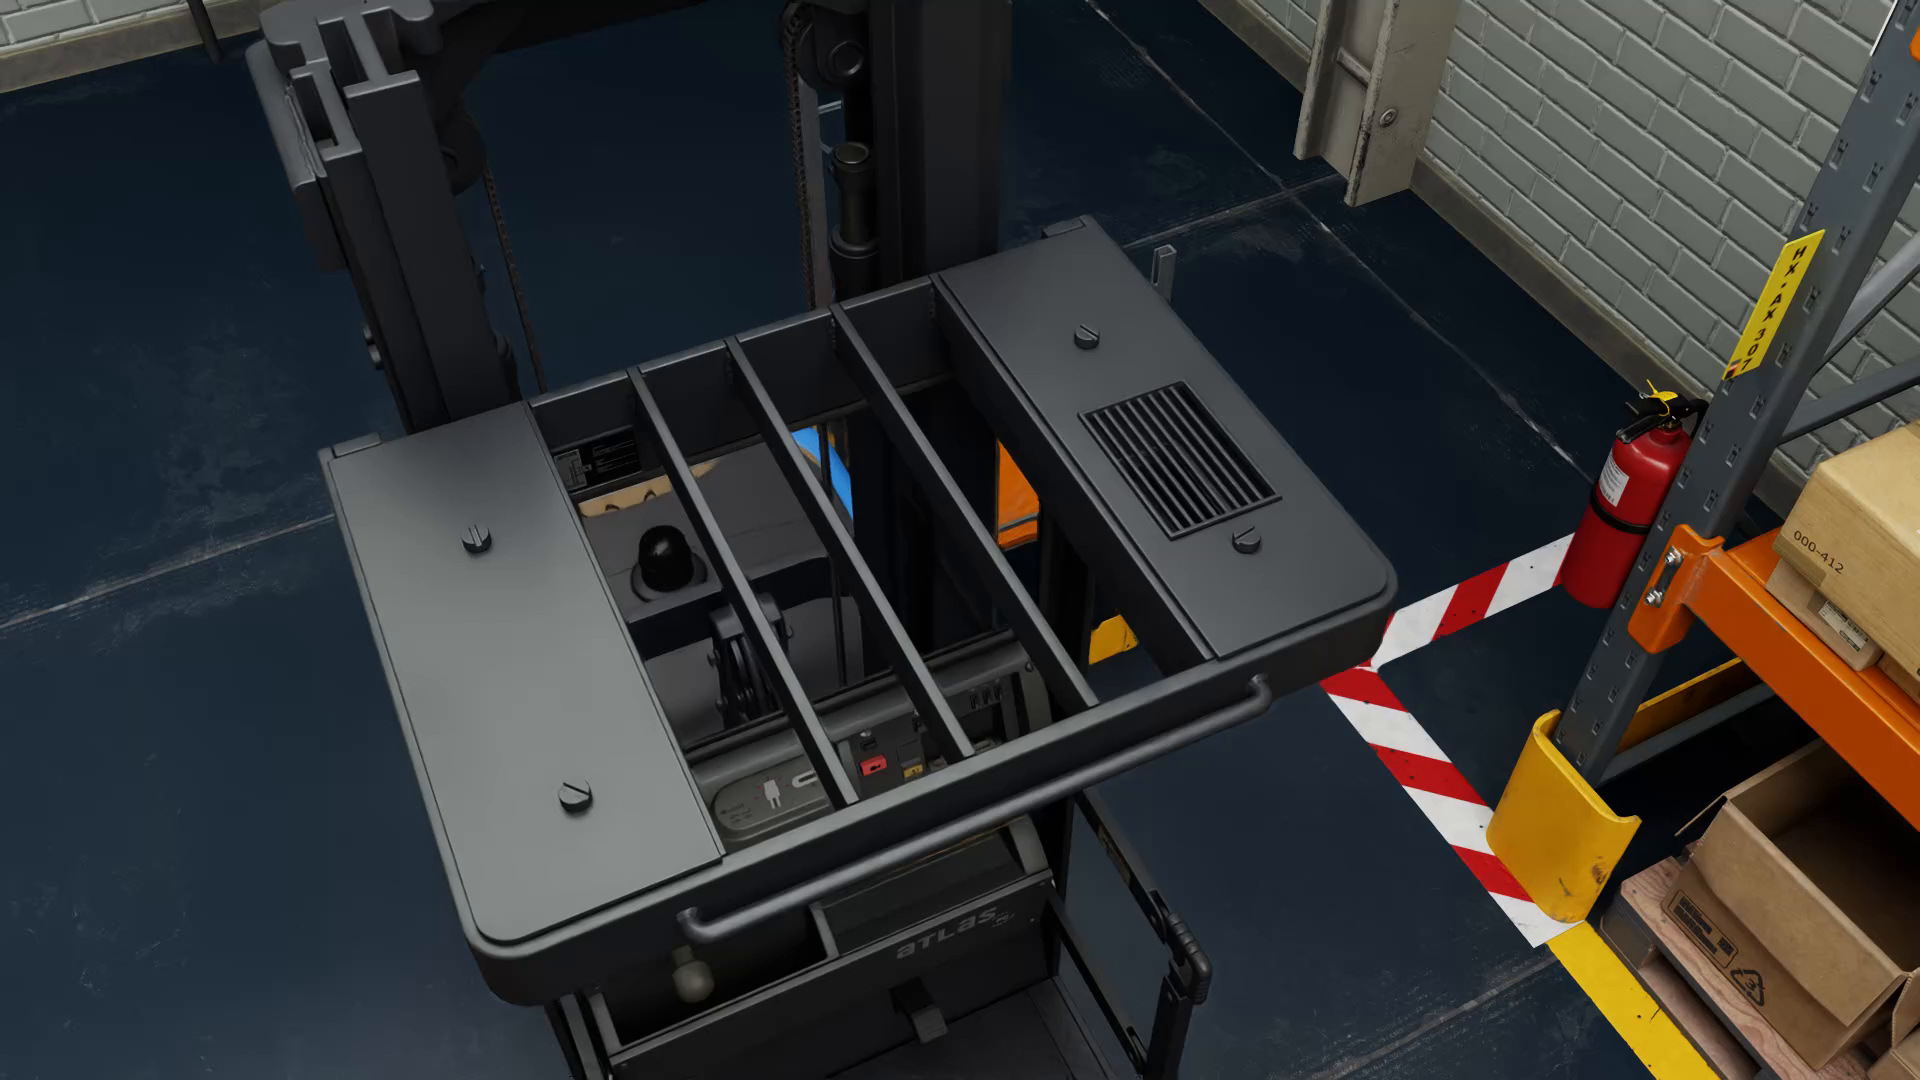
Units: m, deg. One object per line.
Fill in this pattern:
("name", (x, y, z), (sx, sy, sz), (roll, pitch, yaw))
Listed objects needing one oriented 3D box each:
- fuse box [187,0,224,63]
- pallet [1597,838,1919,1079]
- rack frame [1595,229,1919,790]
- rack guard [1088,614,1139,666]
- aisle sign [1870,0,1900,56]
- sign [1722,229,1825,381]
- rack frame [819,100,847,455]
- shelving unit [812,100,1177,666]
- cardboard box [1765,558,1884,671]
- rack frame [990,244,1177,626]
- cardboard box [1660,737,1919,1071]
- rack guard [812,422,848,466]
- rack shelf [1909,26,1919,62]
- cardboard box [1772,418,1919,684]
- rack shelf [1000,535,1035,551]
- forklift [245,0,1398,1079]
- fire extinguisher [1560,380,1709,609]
("fuse box", (-3.102, -2.585, 6.374), (0.539, 1.711, 0.414), (-21, 52, -18))
("pallet", (2.377, 1.173, 4.084), (1.003, 0.211, 1.213), (-21, 52, -18))
("rack frame", (1.973, -0.328, 3.544), (0.949, 2.616, 0.053), (-21, 52, -18))
("rack guard", (0.263, 0.302, 4.820), (0.587, 0.250, 0.087), (-21, 52, -18))
("aisle sign", (1.684, -1.130, 2.518), (0.394, 0.787, 0.004), (-21, 52, -18))
("sign", (1.494, -0.428, 3.056), (0.100, 0.325, 0.005), (-21, 52, -18))
("rack frame", (-0.192, -0.777, 4.934), (0.475, 1.308, 0.013), (-21, 52, -18))
("shelving unit", (0.035, -0.443, 4.641), (0.587, 1.500, 1.083), (-21, 52, -18))
("cardboard box", (1.883, 0.068, 3.365), (0.380, 0.149, 0.250), (-22, 52, -18))
("rack frame", (0.272, -0.096, 4.338), (0.500, 1.500, 0.032), (-21, 52, -18))
("cardboard box", (2.172, 0.796, 3.940), (0.797, 0.503, 0.637), (-23, 53, -19))
("rack guard", (-0.193, -0.365, 5.403), (0.587, 0.250, 0.087), (-21, 52, -18))
("rack shelf", (2.891, 0.258, 1.516), (1.077, 0.370, 4.000), (-21, 52, -18))
("cardboard box", (1.944, 0.018, 3.143), (0.500, 0.250, 0.500), (-21, 52, -17))
("rack shelf", (0.039, -0.318, 4.771), (0.538, 0.185, 1.000), (-21, 52, -18))
("forklift", (-0.169, 0.598, 2.780), (1.130, 2.935, 3.031), (-20, 52, -17))
("fire extinguisher", (1.498, -0.121, 3.662), (0.296, 0.674, 0.183), (-21, 52, -18))
